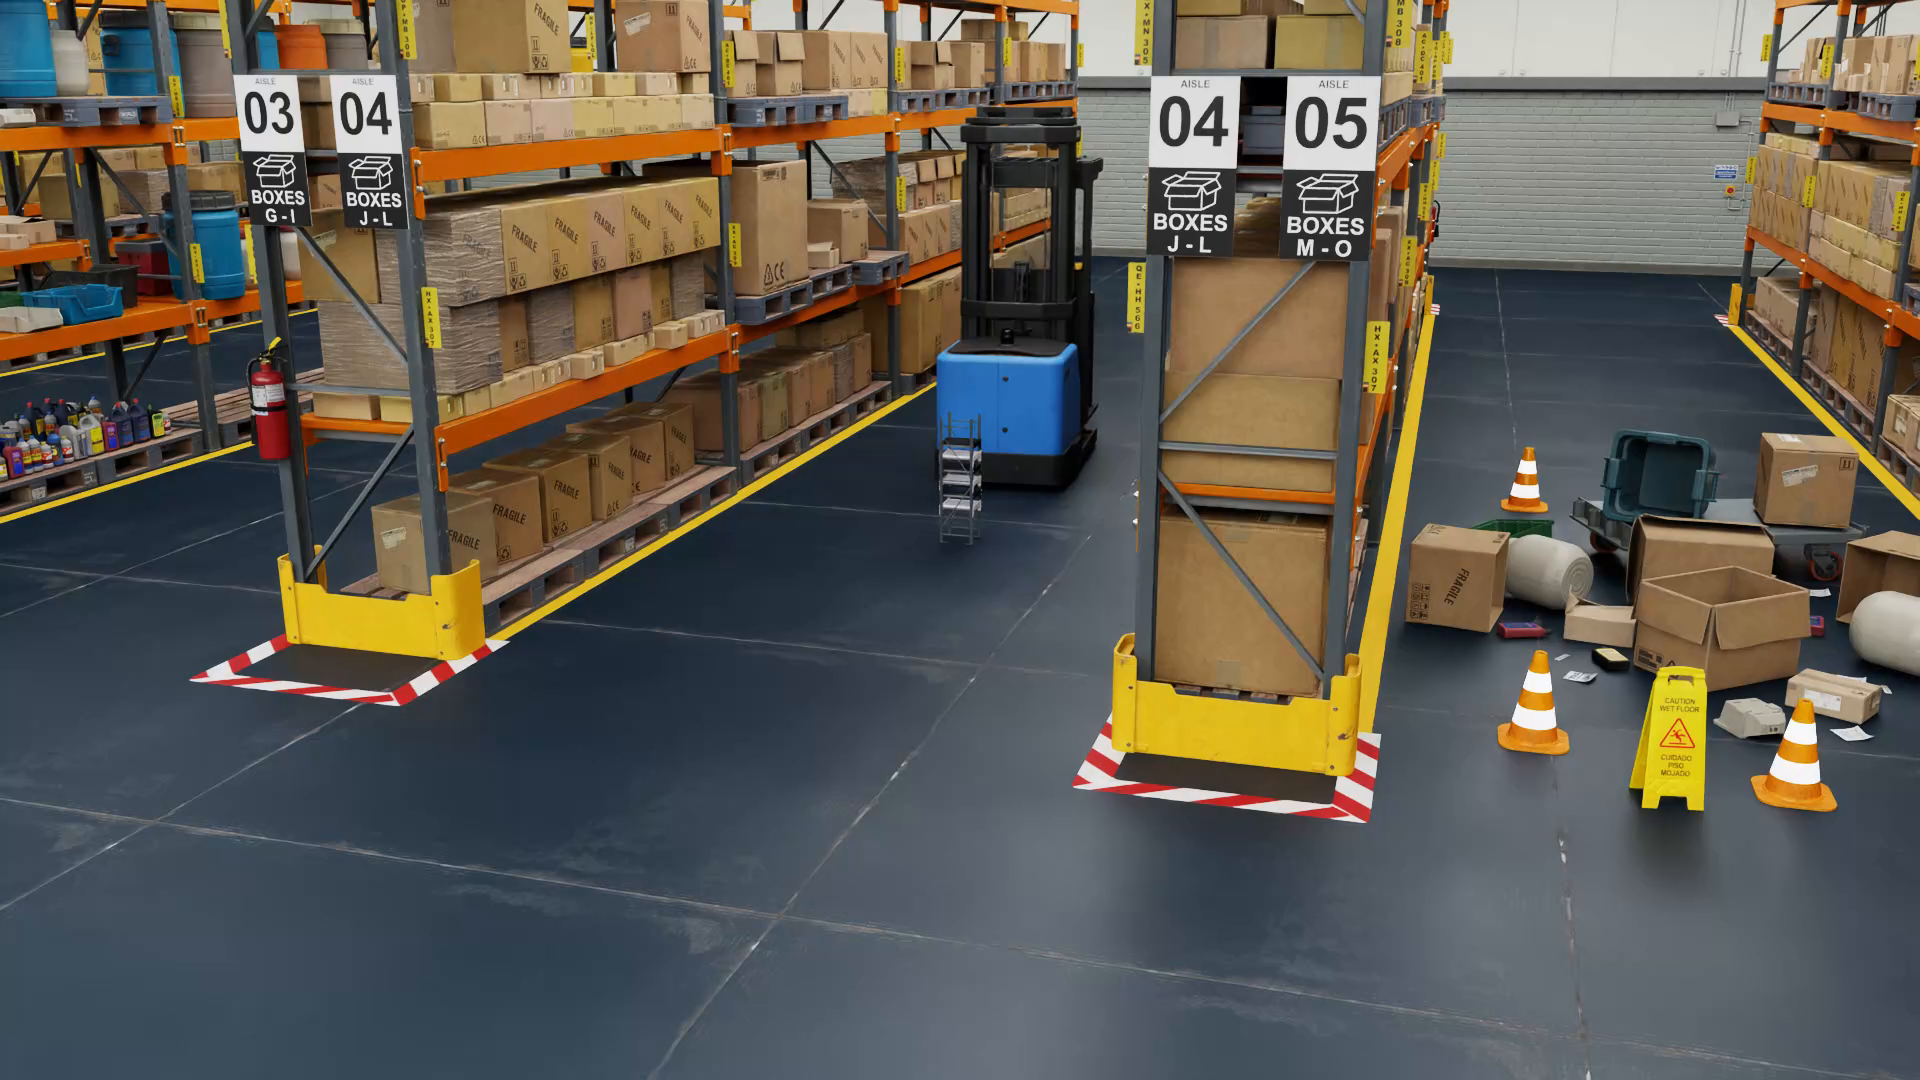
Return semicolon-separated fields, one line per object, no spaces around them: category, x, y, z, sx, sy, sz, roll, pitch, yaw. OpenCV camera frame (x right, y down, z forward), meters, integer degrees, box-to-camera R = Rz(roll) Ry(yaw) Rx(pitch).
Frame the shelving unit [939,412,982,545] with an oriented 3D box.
shelving unit;0.002;-0.435;11.714;0.258;0.900;0.210;5;16;16

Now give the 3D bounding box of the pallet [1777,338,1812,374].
pallet;9.826;-2.048;18.665;1.003;0.211;1.213;5;16;16

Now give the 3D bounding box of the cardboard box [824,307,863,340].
cardboard box;-1.265;-2.111;16.176;0.500;0.250;0.500;5;17;18

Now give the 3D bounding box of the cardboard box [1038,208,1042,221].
cardboard box;0.877;-4.304;21.968;0.380;0.149;0.250;4;16;14

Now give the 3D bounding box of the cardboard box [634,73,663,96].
cardboard box;-2.261;-3.118;11.374;0.380;0.149;0.250;4;16;14

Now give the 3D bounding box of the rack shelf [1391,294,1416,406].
rack shelf;3.055;-1.639;13.428;1.077;0.370;4.000;5;16;16

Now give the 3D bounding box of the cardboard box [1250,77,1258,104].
cardboard box;1.264;-2.234;8.218;0.380;0.149;0.250;5;17;17

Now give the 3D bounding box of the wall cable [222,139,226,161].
wall cable;-13.621;-7.062;29.367;0.084;1.984;1.851;5;16;16

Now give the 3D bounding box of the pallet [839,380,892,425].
pallet;-1.327;-1.373;16.284;1.003;0.211;1.213;5;16;16

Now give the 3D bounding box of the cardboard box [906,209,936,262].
cardboard box;-0.560;-3.208;17.461;0.500;0.500;0.500;4;16;14

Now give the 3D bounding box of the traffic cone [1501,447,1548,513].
traffic cone;4.315;-0.475;12.655;0.336;0.463;0.334;5;16;16

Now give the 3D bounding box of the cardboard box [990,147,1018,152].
cardboard box;0.491;-5.072;22.571;0.500;0.500;0.500;4;16;14

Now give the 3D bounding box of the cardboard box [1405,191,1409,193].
cardboard box;4.682;-3.664;17.851;0.380;0.149;0.250;4;16;14

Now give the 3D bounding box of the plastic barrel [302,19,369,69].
plastic barrel;-6.294;-4.789;16.802;0.600;0.901;0.600;0;16;0

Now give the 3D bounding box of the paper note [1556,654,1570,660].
paper note;3.426;0.667;9.459;0.123;0.001;0.032;-15;21;-41

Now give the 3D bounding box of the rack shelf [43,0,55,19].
rack shelf;-11.169;-5.513;16.825;1.077;0.370;4.000;5;16;16

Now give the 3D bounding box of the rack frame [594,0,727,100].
rack frame;-2.240;-4.759;12.116;1.000;3.000;0.127;5;16;16

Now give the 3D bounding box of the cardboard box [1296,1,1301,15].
cardboard box;1.841;-3.149;9.984;0.380;0.149;0.250;4;16;15

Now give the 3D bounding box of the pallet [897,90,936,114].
pallet;-0.972;-4.444;16.849;1.213;0.211;1.003;5;17;18

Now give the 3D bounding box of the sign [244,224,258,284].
sign;-3.904;-1.583;9.214;0.100;0.325;0.005;5;16;16

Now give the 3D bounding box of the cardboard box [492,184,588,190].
cardboard box;-2.895;-2.185;11.476;0.500;0.500;0.500;5;16;16

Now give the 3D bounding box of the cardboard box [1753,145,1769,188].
cardboard box;10.262;-4.669;20.779;0.500;0.500;0.500;4;16;15

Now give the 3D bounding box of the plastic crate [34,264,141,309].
plastic crate;-7.260;-2.100;13.849;0.767;0.338;0.504;5;16;16

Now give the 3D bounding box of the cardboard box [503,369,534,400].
cardboard box;-2.842;-0.956;10.165;0.380;0.149;0.250;5;16;16

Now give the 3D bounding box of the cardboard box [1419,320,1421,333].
cardboard box;5.247;-2.525;19.689;0.380;0.149;0.250;5;17;18

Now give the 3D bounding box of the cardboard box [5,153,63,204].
cardboard box;-14.045;-5.403;24.831;0.980;0.700;0.700;5;17;17

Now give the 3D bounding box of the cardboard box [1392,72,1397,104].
cardboard box;1.969;-2.251;8.278;0.380;0.149;0.250;5;17;16

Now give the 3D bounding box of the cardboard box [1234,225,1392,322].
cardboard box;1.849;-1.388;8.971;0.875;0.550;0.550;5;16;16

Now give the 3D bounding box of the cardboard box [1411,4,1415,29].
cardboard box;2.544;-3.165;10.041;0.380;0.149;0.250;5;16;16

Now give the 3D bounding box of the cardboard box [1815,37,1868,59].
cardboard box;9.887;-5.295;18.362;0.797;0.503;0.637;6;17;20

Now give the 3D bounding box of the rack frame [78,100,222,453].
rack frame;-6.989;-2.257;14.289;1.000;3.000;0.127;5;16;16

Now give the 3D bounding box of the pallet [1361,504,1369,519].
pallet;2.633;-0.328;12.598;1.003;0.211;1.213;5;16;16

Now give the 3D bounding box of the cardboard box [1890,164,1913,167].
cardboard box;9.508;-3.454;16.494;0.500;0.500;0.500;5;17;17

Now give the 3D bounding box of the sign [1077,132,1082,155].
sign;1.686;-5.637;23.652;0.100;0.325;0.005;5;16;16

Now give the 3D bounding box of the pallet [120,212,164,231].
pallet;-10.052;-4.105;21.157;1.003;0.211;1.213;5;16;16

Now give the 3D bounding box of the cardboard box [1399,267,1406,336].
cardboard box;3.037;-1.758;12.349;0.500;0.500;0.500;5;17;16

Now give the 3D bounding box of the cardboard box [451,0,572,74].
cardboard box;-2.696;-3.068;10.009;0.500;0.500;0.500;5;16;16

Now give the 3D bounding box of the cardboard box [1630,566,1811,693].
cardboard box;4.196;0.488;9.188;0.797;0.503;0.637;-7;17;-23

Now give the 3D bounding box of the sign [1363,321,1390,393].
sign;1.880;-0.825;7.509;0.100;0.325;0.005;5;16;16

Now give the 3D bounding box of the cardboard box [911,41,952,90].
cardboard box;-0.544;-5.150;18.033;0.797;0.503;0.637;4;16;15

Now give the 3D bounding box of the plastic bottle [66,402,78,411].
plastic bottle;-7.566;-1.022;14.120;0.152;0.276;0.135;5;17;18

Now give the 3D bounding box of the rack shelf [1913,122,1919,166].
rack shelf;7.829;-2.724;11.759;1.077;0.370;4.000;5;16;16

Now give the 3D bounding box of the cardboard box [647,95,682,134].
cardboard box;-2.278;-2.968;11.575;0.500;0.250;0.500;5;17;17

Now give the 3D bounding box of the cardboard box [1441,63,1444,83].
cardboard box;6.010;-6.072;21.602;0.500;0.250;0.500;4;16;14

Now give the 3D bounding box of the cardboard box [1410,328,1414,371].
cardboard box;4.495;-2.073;17.451;0.500;0.500;0.500;4;16;15

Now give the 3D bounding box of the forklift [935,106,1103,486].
forklift;0.605;-2.197;14.203;1.130;2.935;3.031;3;16;11

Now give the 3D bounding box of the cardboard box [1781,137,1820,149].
cardboard box;9.922;-4.675;19.611;0.380;0.149;0.250;5;17;16

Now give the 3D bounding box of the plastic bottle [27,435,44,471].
plastic bottle;-7.186;-0.675;12.907;0.097;0.271;0.097;0;16;0

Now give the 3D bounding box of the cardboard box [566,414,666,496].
cardboard box;-2.548;-0.620;12.330;0.500;0.500;0.500;11;19;33

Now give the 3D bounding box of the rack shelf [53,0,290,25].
rack shelf;-10.032;-6.559;20.515;1.077;0.370;4.000;5;16;16

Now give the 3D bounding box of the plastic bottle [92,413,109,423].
plastic bottle;-7.100;-0.922;13.768;0.152;0.276;0.135;5;16;16

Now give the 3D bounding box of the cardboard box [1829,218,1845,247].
cardboard box;8.849;-3.004;16.281;0.500;0.250;0.500;5;17;17

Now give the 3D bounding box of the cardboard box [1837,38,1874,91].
cardboard box;9.006;-4.682;16.390;0.500;0.500;0.500;4;16;15

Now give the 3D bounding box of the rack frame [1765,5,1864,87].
rack frame;10.671;-7.130;20.475;1.000;3.000;0.127;5;16;16

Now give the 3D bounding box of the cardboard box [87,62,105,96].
cardboard box;-10.509;-5.296;19.324;0.910;0.500;0.500;5;16;16
